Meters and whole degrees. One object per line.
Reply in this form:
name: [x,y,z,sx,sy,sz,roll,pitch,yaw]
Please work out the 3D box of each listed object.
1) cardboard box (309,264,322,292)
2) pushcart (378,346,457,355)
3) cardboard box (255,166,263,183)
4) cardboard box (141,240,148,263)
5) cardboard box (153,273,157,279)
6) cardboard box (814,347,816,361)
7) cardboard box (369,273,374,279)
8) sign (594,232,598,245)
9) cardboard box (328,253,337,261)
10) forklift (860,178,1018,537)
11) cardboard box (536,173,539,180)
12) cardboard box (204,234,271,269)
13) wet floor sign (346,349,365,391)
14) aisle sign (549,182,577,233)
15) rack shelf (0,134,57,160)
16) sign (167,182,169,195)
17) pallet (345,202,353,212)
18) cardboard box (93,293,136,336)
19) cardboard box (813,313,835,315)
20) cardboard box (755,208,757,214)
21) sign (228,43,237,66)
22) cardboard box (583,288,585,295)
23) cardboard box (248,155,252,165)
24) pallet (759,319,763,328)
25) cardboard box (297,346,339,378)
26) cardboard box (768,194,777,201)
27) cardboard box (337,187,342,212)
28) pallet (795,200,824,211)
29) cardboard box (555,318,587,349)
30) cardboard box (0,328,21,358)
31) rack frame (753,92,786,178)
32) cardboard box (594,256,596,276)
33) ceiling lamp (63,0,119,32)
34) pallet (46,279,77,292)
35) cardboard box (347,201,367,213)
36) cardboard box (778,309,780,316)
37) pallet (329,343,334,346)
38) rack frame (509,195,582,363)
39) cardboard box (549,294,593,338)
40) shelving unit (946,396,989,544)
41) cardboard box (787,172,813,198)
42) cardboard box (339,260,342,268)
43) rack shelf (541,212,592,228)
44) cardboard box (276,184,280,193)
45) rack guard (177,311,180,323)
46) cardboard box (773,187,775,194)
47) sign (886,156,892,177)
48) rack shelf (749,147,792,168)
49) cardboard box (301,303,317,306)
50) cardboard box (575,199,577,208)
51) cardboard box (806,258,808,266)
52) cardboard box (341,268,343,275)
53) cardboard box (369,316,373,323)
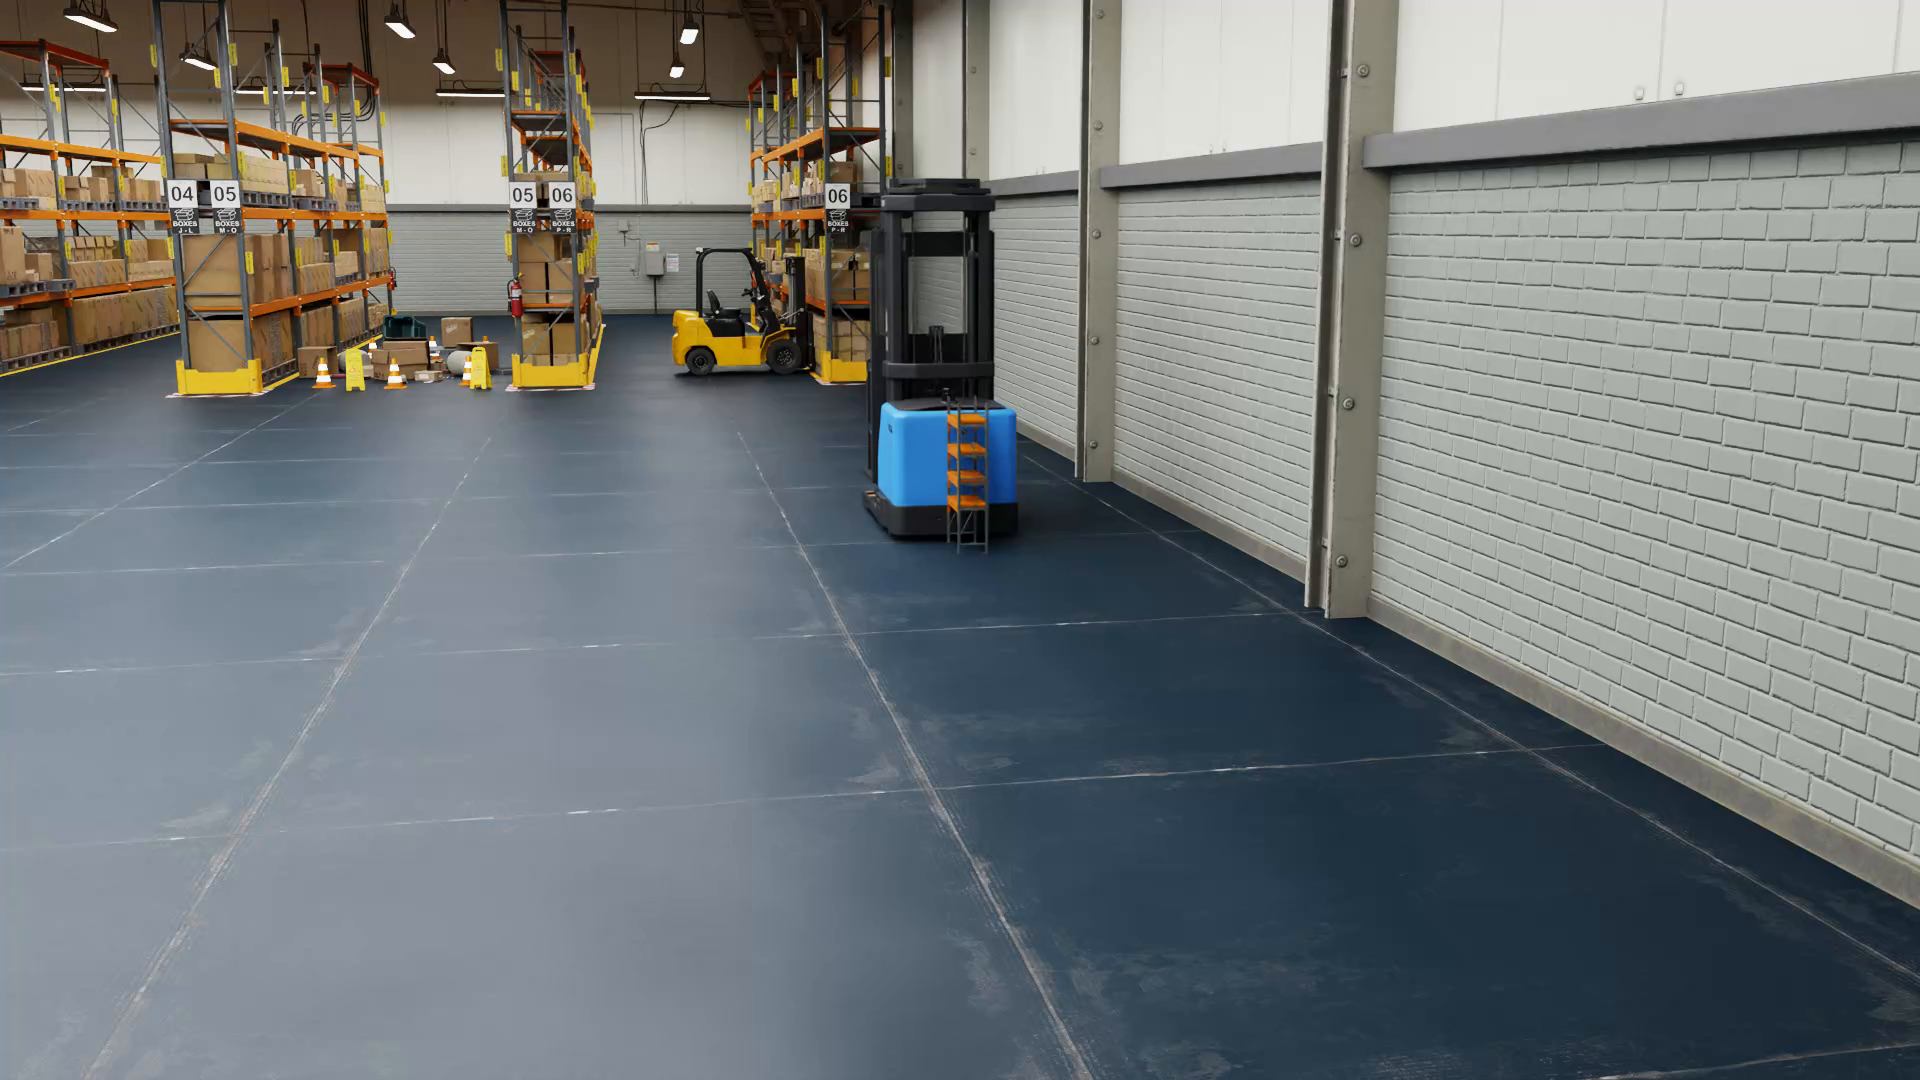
cardboard box: [-12.323,-4.925,31.280,0.500,0.500,0.500,-2,11,-10]
pushcart: [-9.583,-3.310,30.078,1.648,0.377,0.936,-6,13,-31]
cardboard box: [-11.455,-5.843,26.565,0.500,0.250,0.500,-2,11,-11]
cardboard box: [-18.670,-6.521,37.535,0.500,0.500,0.500,-2,11,-13]
cardboard box: [-18.722,-6.074,38.256,0.380,0.149,0.250,-2,11,-10]
cardboard box: [-2.288,-3.252,28.989,0.500,0.250,0.500,-2,11,-10]
cardboard box: [-13.741,-6.090,38.341,0.380,0.149,0.250,-2,11,-10]
sign: [-9.156,-7.593,41.840,0.100,0.325,0.005,-2,11,-11]
cardboard box: [-12.968,-5.787,34.034,0.380,0.149,0.250,-2,11,-11]
forklift: [-0.288,-1.697,14.774,1.130,2.935,3.031,-2,11,-10]
cardboard box: [-6.946,-5.798,26.656,0.380,0.149,0.250,-2,11,-10]
cardboard box: [-11.622,-4.637,26.747,0.875,0.550,0.550,-2,11,-11]
wet floor sign: [-9.467,-2.668,25.989,0.267,0.644,0.232,-4,12,-21]
aisle sign: [-6.262,-5.234,26.218,0.394,0.787,0.004,-2,11,-11]
rack shelf: [-17.466,-7.094,29.894,1.077,0.370,4.000,-2,11,-11]
sign: [-18.876,-8.418,39.721,0.100,0.325,0.005,-2,11,-11]
pallet: [-13.528,-7.033,35.105,1.213,0.211,1.003,-2,11,-11]
cardboard box: [-18.489,-4.843,35.678,1.225,0.875,0.875,-2,11,-11]
cardboard box: [-2.505,-3.933,29.895,0.500,0.250,0.500,-2,11,-9]
cardboard box: [-4.873,-8.164,41.214,0.380,0.149,0.250,-2,11,-11]
sign: [-10.869,-7.261,24.856,0.100,0.325,0.005,-2,11,-11]
cardboard box: [-6.940,-4.473,29.849,0.380,0.149,0.250,-2,11,-10]
cardboard box: [-11.265,-5.921,25.909,0.380,0.149,0.250,-2,11,-12]
pallet: [-4.418,-5.319,41.078,1.003,0.211,1.213,-2,11,-11]
cardboard box: [-10.884,-3.018,28.207,0.500,0.500,0.500,0,11,-1]
cardboard box: [-4.052,-7.594,36.831,0.380,0.149,0.250,-2,11,-10]
cardboard box: [-12.925,-6.954,33.919,0.500,0.500,0.500,-2,11,-11]
pallet: [-2.673,-6.412,31.853,0.805,0.209,1.217,-3,11,-13]
cardboard box: [-6.665,-3.531,28.451,0.500,0.500,0.500,-2,11,-10]
cardboard box: [-17.250,-3.520,29.675,0.700,0.500,0.500,-2,11,-11]
rack frame: [-4.826,-10.019,42.270,0.949,2.616,0.053,-2,11,-11]
cardboard box: [-9.031,-6.581,39.981,0.500,0.500,0.500,-2,11,-9]
ceiling lamp: [-14.348,-10.220,27.713,0.800,3.185,2.000,-2,11,-11]
pallet: [-17.612,-4.842,31.629,1.213,0.211,1.003,-2,11,-11]
cardboard box: [-13.579,-7.453,37.212,0.500,0.250,0.500,-2,11,-8]
cardboard box: [-3.751,-4.841,36.672,0.500,0.500,0.500,-2,11,-9]
pallet: [-12.891,-3.708,32.614,1.003,0.211,1.213,-2,11,-11]
rack frame: [-6.579,-3.957,26.462,1.000,3.000,0.127,-2,11,-11]
cardboard box: [-8.187,-4.716,35.012,0.875,0.875,0.875,-2,11,-12]
shelving unit: [0.059,-0.521,13.227,0.258,1.200,0.492,-2,11,-10]
cardboard box: [-3.167,-7.055,33.059,0.500,0.500,0.500,-2,11,-10]
cardboard box: [-13.074,-5.741,34.589,0.380,0.149,0.250,-2,11,-11]
rack shelf: [-8.524,-6.911,35.885,1.077,0.370,4.000,-2,11,-11]
cardboard box: [-11.657,-5.902,27.940,0.380,0.149,0.250,-2,11,-11]
rack guard: [-19.416,-5.307,40.243,1.175,0.500,0.348,-2,11,-11]
cardboard box: [-3.876,-7.637,36.316,0.380,0.149,0.250,-2,11,-11]
sign: [-1.165,-6.099,27.145,0.100,0.325,0.005,-2,11,-11]
rack shelf: [-4.433,-9.298,40.411,1.077,0.370,4.000,-2,11,-11]
cardboard box: [-13.361,-4.688,33.861,0.500,0.250,0.500,-2,11,-12]
cardboard box: [-6.325,-5.379,26.587,0.380,0.149,0.250,-2,11,-11]
cardboard box: [-2.579,-5.029,30.094,0.380,0.149,0.250,-2,11,-10]
cardboard box: [-13.073,-5.594,34.616,0.380,0.149,0.250,-2,11,-9]
cardboard box: [-13.505,-4.989,37.592,0.380,0.149,0.250,-2,11,-8]
